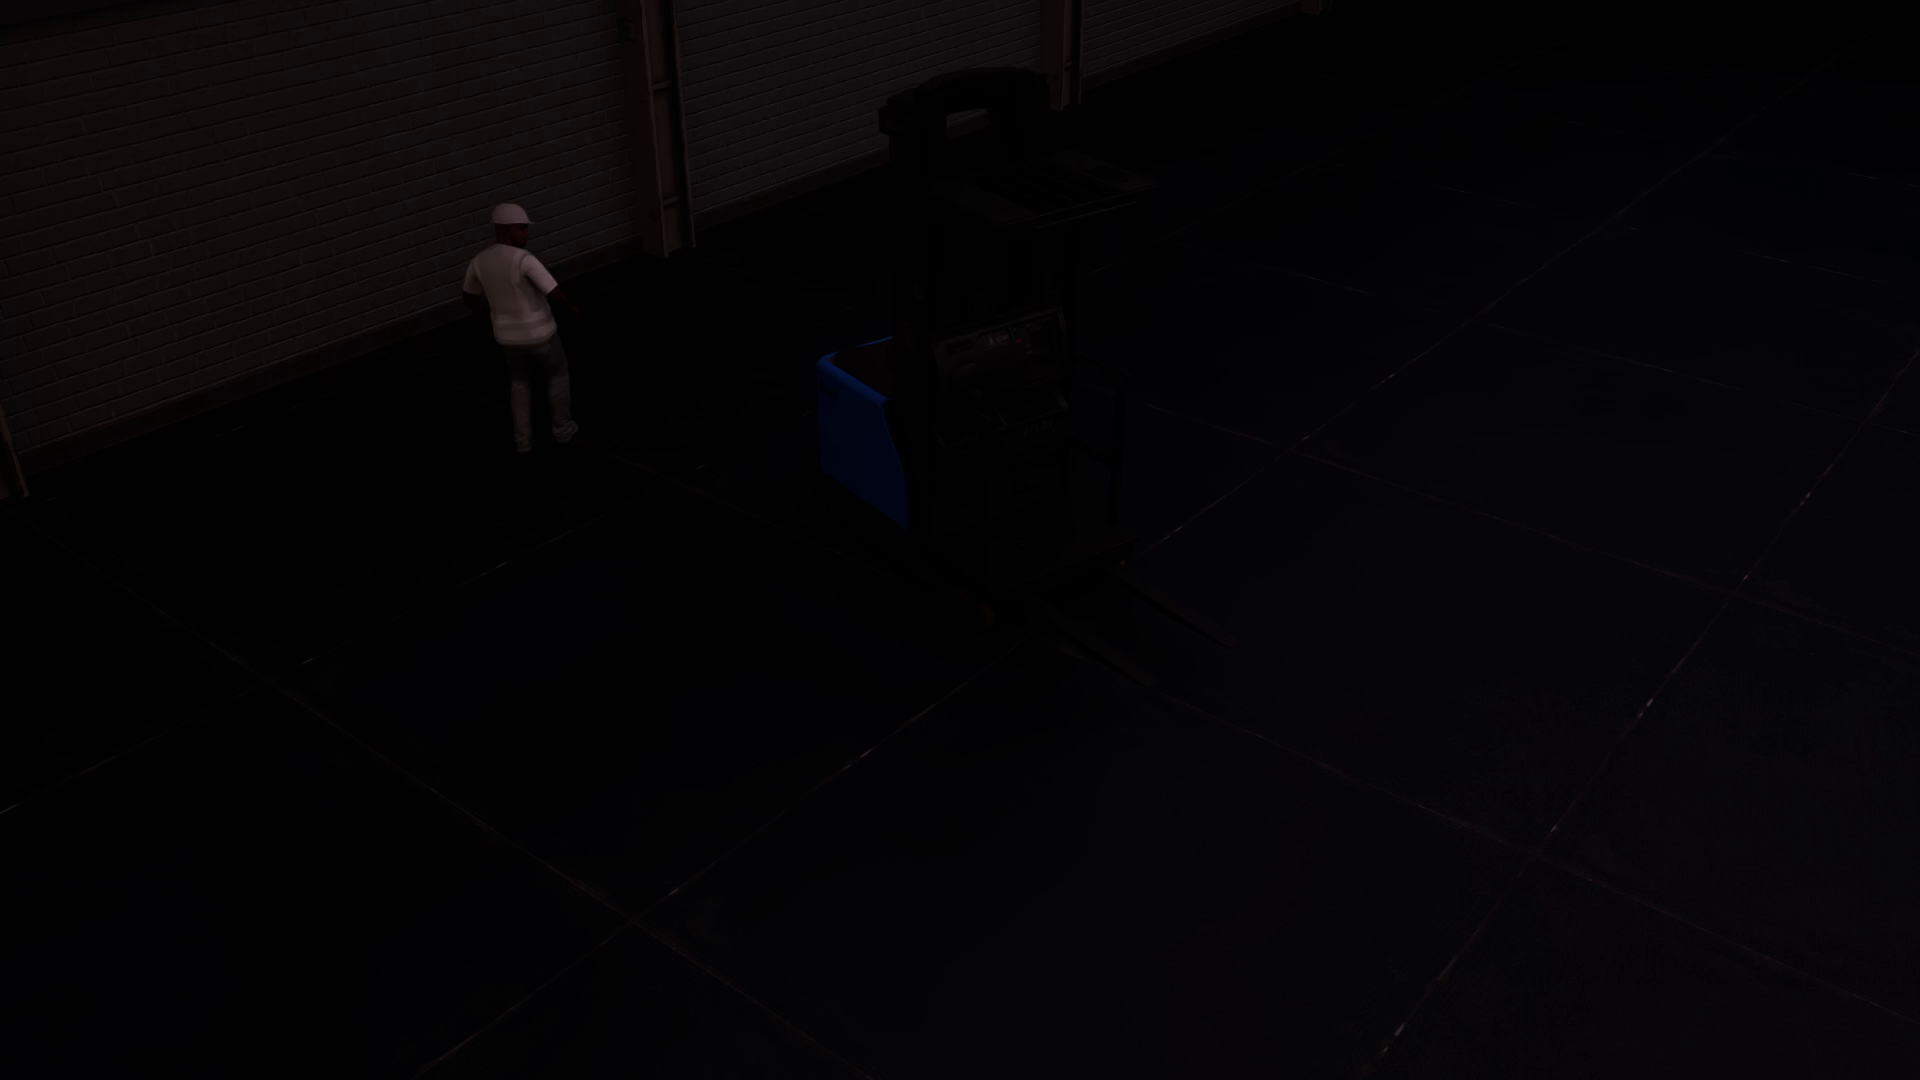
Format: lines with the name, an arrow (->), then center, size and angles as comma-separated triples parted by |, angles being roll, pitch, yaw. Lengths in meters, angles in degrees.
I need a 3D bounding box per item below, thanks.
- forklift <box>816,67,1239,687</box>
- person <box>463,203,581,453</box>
forklift -> 0.363, -1.018, 9.337 | 1.130, 2.935, 3.031 | -20, 36, -31
person -> -2.950, -1.440, 11.275 | 0.791, 1.718, 0.516 | 6, 31, 10
